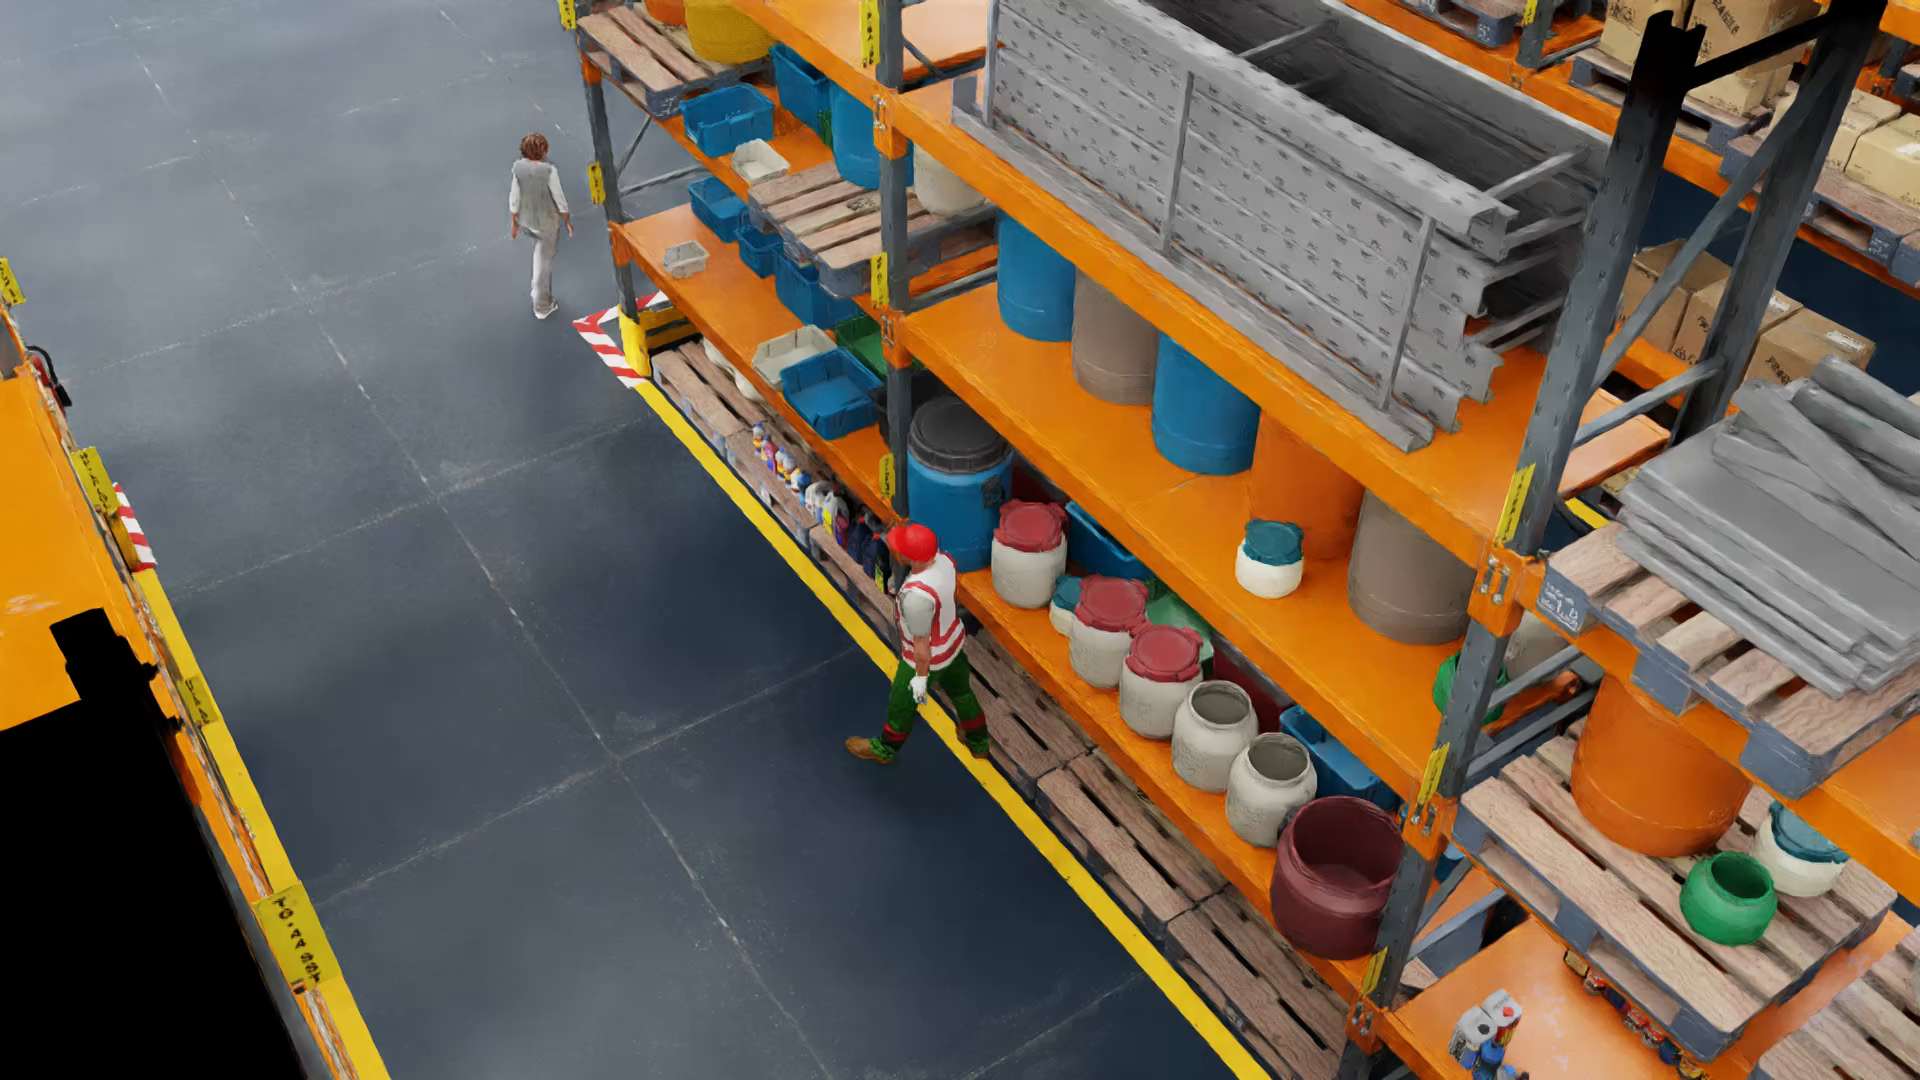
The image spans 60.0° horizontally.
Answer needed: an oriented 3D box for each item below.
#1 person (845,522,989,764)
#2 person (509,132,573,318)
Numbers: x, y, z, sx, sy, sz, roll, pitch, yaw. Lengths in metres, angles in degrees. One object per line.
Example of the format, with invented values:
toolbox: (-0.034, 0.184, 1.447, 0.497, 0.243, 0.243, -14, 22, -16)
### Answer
person: (-0.232, 0.589, 9.391, 0.794, 1.759, 0.582, 18, 46, 19)
person: (-3.386, -2.524, 13.314, 0.532, 1.582, 0.457, 15, 45, 15)
